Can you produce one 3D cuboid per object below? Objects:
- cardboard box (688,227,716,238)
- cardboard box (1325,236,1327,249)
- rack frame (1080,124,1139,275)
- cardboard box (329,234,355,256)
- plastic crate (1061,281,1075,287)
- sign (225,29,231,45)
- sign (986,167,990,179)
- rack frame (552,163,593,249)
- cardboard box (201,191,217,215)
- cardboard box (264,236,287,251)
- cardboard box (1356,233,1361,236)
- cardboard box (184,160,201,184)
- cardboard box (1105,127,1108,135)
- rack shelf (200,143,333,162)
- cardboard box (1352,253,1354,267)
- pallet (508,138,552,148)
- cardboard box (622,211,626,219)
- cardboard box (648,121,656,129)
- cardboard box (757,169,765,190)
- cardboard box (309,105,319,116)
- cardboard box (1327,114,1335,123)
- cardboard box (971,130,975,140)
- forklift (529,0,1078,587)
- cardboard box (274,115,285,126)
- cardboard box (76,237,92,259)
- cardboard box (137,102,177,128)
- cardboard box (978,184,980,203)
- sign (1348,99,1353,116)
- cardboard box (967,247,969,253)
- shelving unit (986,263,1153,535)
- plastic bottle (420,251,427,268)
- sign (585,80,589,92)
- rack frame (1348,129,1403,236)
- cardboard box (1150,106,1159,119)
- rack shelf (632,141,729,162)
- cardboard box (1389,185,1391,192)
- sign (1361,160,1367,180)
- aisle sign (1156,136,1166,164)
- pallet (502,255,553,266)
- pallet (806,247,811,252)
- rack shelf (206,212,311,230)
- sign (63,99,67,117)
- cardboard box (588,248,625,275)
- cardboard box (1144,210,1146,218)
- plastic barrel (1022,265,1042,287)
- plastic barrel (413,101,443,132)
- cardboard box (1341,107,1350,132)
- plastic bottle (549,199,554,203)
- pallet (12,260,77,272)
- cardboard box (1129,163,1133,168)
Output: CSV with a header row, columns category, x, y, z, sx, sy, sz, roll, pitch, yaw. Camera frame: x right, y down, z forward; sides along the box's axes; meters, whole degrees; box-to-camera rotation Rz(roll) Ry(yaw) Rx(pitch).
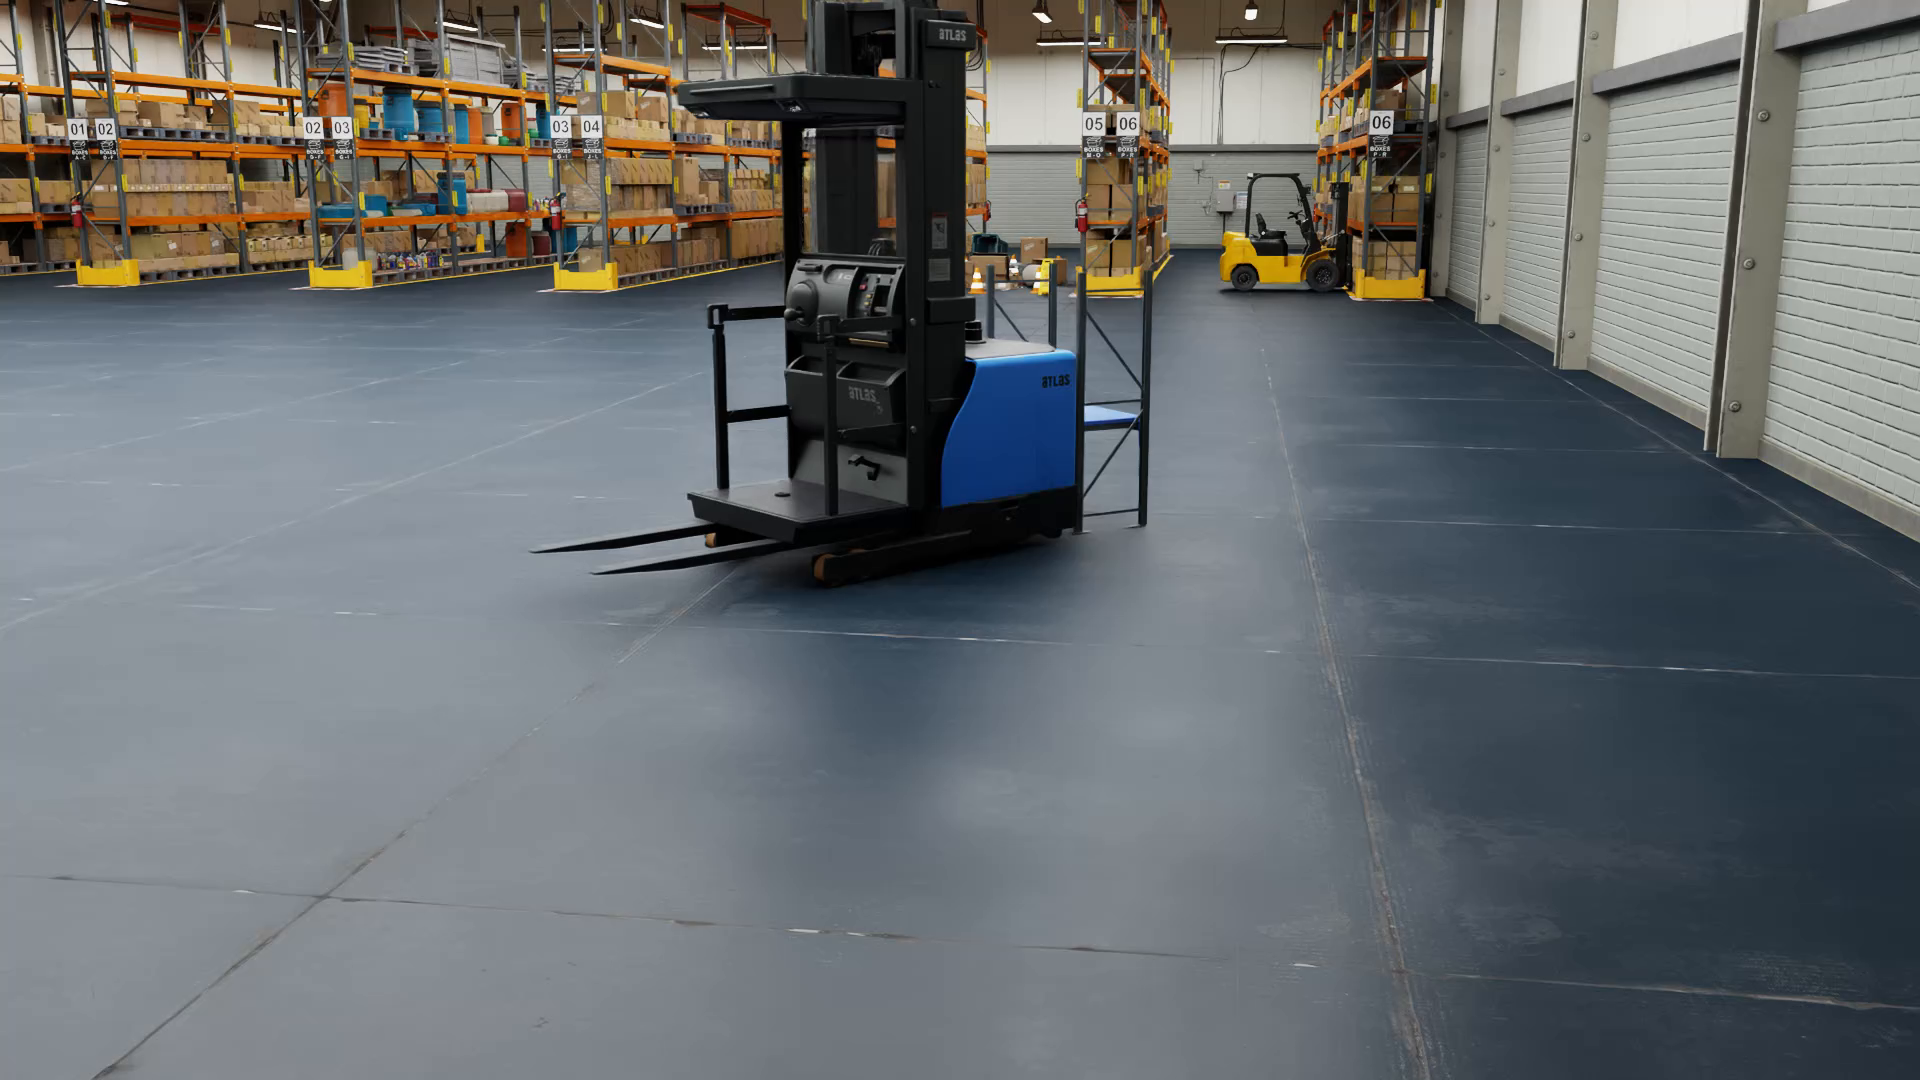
category,x,y,z,sx,sy,sz,roll,pitch,yaw
cardboard box,-5.964,-7.111,38.479,0.500,0.250,0.500,2,12,11
cardboard box,9.125,-7.133,40.410,0.500,0.500,0.500,2,12,11
rack frame,2.671,-5.905,29.776,1.000,3.000,0.127,2,12,9
cardboard box,-15.326,-7.292,41.100,0.500,0.500,0.500,2,12,11
plastic crate,2.235,-5.011,32.554,0.402,0.080,0.583,-2,12,-11
sign,-15.749,-10.825,35.768,0.100,0.325,0.005,2,12,9
sign,0.771,-10.074,45.619,0.100,0.325,0.005,2,12,9
rack frame,-10.169,-8.885,43.601,1.000,3.000,0.127,2,12,9
cardboard box,-16.430,-7.227,35.672,0.700,0.500,0.500,2,12,8
cardboard box,-15.823,-6.806,38.153,0.500,0.311,0.500,1,12,7
cardboard box,9.222,-6.918,37.873,0.380,0.149,0.250,2,12,9
cardboard box,-16.509,-7.762,35.074,0.700,0.500,0.500,2,12,9
cardboard box,2.450,-7.332,29.873,0.380,0.149,0.250,2,12,9
rack shelf,-15.986,-8.912,38.314,1.077,0.370,4.000,2,12,9
cardboard box,7.489,-5.175,30.728,0.500,0.250,0.500,2,12,7
pallet,-10.570,-9.582,40.166,1.003,0.211,1.213,2,12,9
cardboard box,-6.713,-6.311,32.254,0.380,0.149,0.250,2,12,9
cardboard box,-6.371,-8.404,33.660,0.380,0.149,0.250,1,12,7
cardboard box,-5.365,-9.131,42.122,0.797,0.503,0.637,2,12,7
cardboard box,-15.605,-10.308,40.475,0.500,0.500,0.500,2,12,9
cardboard box,9.031,-10.138,39.966,0.396,0.266,0.258,2,12,8
cardboard box,0.094,-10.480,43.054,0.500,0.250,0.500,2,12,10
forklift,-0.770,-1.321,8.667,3.031,2.935,1.130,-10,16,-40
cardboard box,-19.346,-11.679,46.786,0.500,0.500,0.500,1,12,6
cardboard box,-20.944,-6.902,39.287,0.700,0.500,0.500,2,12,9
cardboard box,-16.383,-8.674,33.936,0.500,0.500,0.500,2,12,9
cardboard box,0.258,-9.255,44.375,0.500,0.500,0.500,2,12,9
sign,7.654,-8.467,32.565,0.100,0.325,0.005,2,12,9
cardboard box,0.025,-7.475,42.830,0.380,0.149,0.250,2,12,10
shelving unit,0.635,-0.886,10.044,0.538,1.500,1.048,-7,14,-29
plastic bottle,-11.293,-5.889,34.944,0.144,0.351,0.185,2,12,8
sign,-9.626,-11.697,42.907,0.100,0.325,0.005,2,12,9
rack frame,8.192,-6.578,32.897,1.000,3.000,0.127,2,12,9
cardboard box,3.839,-8.794,34.229,0.500,0.250,0.500,2,12,7
rack shelf,-6.198,-8.590,36.821,1.077,0.370,4.000,2,12,9
cardboard box,8.143,-6.492,30.720,0.380,0.149,0.250,2,12,8
sign,7.043,-6.448,28.981,0.100,0.325,0.005,2,12,9
aisle sign,5.450,-10.512,44.980,0.394,0.787,0.004,2,12,9
pallet,-10.704,-6.855,40.799,1.003,0.211,1.213,2,12,9
pallet,-4.706,-8.025,46.230,1.003,0.211,1.213,2,12,9
rack shelf,-15.986,-7.446,38.630,1.077,0.370,4.000,2,12,9
sign,-17.443,-8.429,32.453,0.100,0.325,0.005,2,12,9
cardboard box,-6.950,-5.465,32.668,0.500,0.500,0.500,5,13,23
cardboard box,3.507,-6.486,33.068,0.380,0.149,0.250,2,12,10
plastic barrel,1.493,-5.125,32.270,0.421,0.421,0.512,-10,16,-40
plastic barrel,-11.536,-9.044,36.029,0.600,0.901,0.708,2,12,9
cardboard box,8.455,-9.037,35.716,0.500,0.500,0.500,2,12,9
plastic bottle,-10.185,-8.360,41.460,0.152,0.276,0.135,2,12,9
pallet,-21.070,-6.340,38.410,1.003,0.211,1.213,2,12,9
cardboard box,4.250,-9.333,41.528,0.380,0.149,0.250,2,12,7
